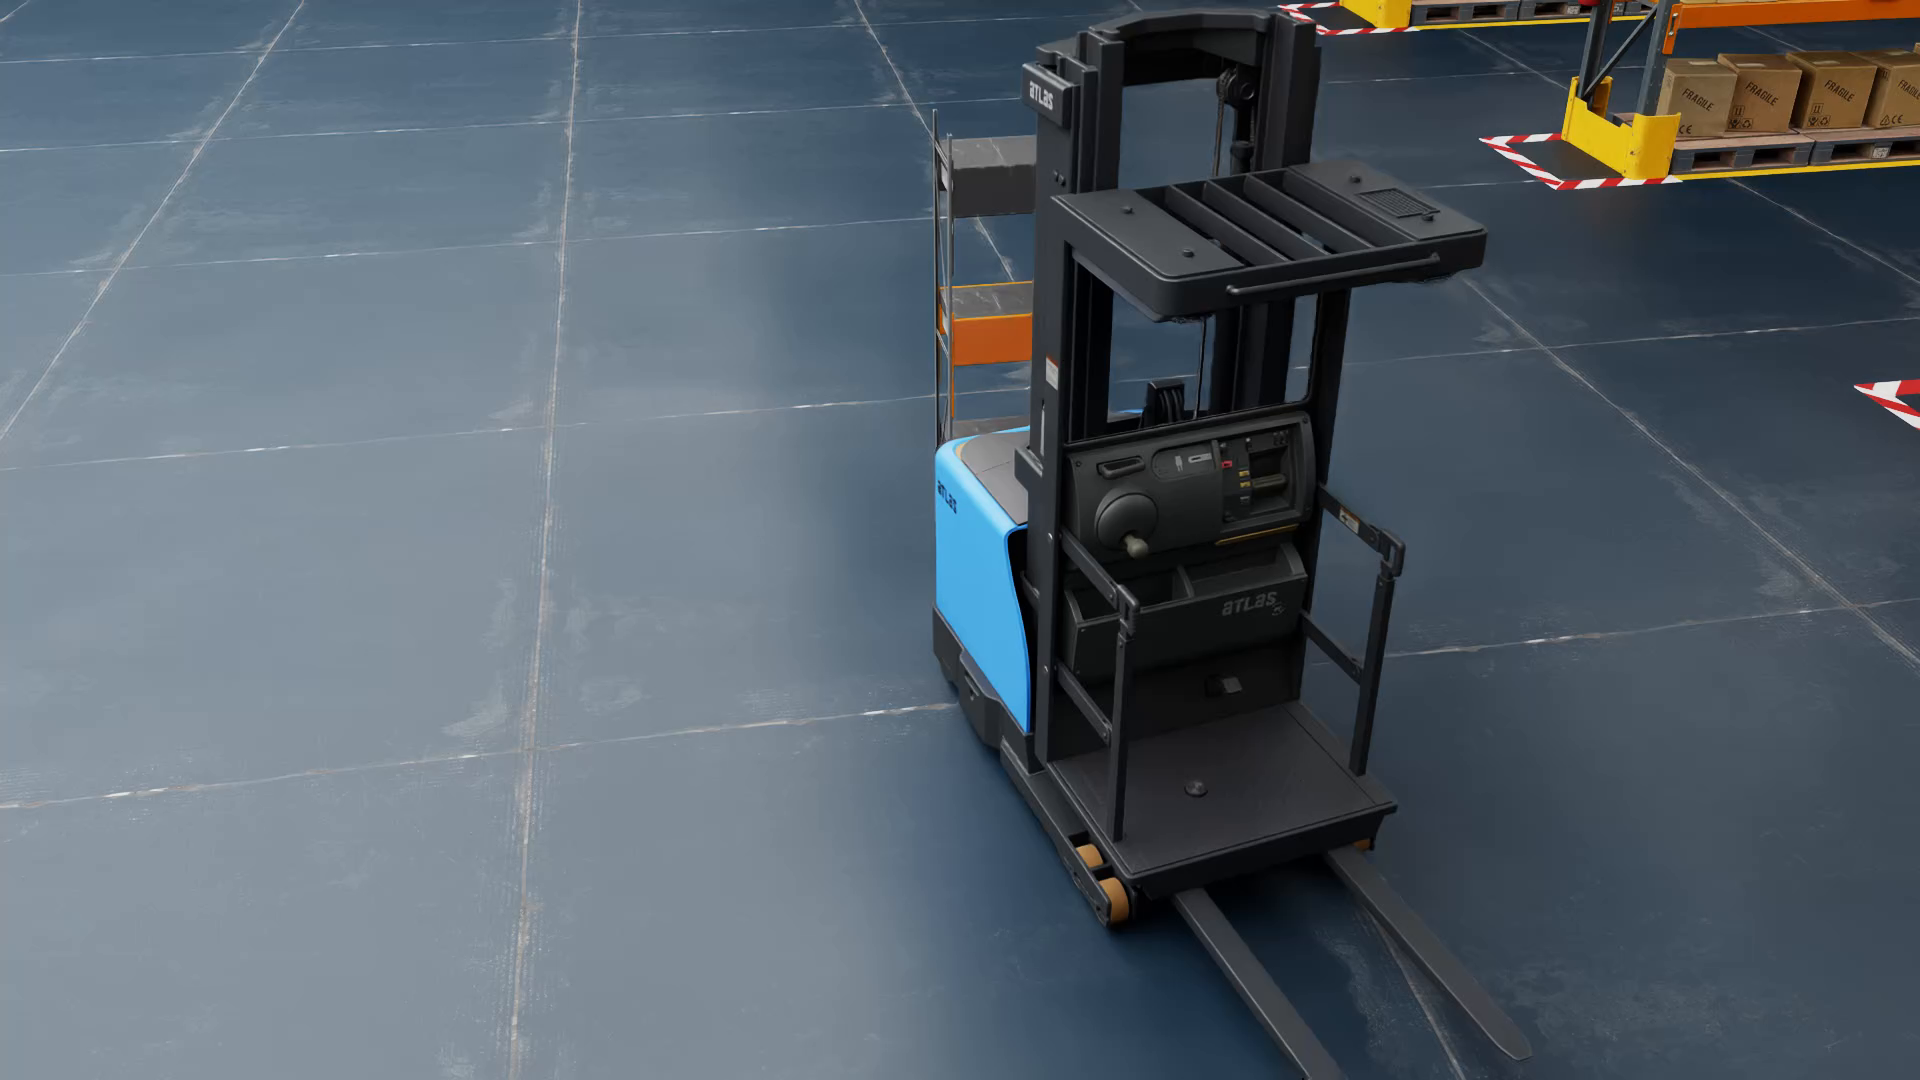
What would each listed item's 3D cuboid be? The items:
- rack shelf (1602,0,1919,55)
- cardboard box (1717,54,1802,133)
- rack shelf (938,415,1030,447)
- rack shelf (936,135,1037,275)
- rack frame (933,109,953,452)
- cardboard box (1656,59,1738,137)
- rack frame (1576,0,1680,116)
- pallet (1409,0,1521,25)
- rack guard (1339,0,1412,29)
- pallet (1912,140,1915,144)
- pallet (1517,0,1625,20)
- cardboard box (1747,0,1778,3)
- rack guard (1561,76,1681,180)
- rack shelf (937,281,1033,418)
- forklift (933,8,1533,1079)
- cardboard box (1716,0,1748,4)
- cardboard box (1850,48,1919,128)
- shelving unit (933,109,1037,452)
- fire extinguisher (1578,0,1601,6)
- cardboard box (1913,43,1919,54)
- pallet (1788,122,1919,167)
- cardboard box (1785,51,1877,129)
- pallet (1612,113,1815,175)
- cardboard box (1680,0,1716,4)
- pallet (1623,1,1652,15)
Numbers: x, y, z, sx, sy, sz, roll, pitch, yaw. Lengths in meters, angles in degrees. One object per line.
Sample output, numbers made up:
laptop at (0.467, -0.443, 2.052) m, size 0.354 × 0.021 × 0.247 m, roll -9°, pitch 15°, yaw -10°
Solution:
rack shelf at (7.218, -4.288, 13.294) m, size 4.000 × 0.370 × 1.077 m, roll -5°, pitch 31°, yaw -9°
cardboard box at (6.450, -3.640, 13.532) m, size 0.500 × 0.500 × 0.500 m, roll 2°, pitch 31°, yaw 4°
rack shelf at (0.163, -0.305, 8.105) m, size 0.480 × 0.518 × 0.431 m, roll -5°, pitch 31°, yaw -9°
rack shelf at (0.163, -1.512, 7.396) m, size 0.480 × 0.518 × 0.431 m, roll -5°, pitch 31°, yaw -9°
rack frame at (-0.077, -0.898, 7.706) m, size 0.015 × 2.100 × 0.400 m, roll -5°, pitch 31°, yaw -9°
cardboard box at (5.868, -3.568, 13.411) m, size 0.500 × 0.500 × 0.500 m, roll 0°, pitch 30°, yaw 0°
rack frame at (5.251, -4.416, 12.801) m, size 0.127 × 3.000 × 1.000 m, roll -5°, pitch 31°, yaw -9°
pallet at (5.225, -5.785, 17.881) m, size 1.213 × 0.211 × 1.003 m, roll -5°, pitch 31°, yaw -9°
rack guard at (4.425, -5.838, 17.686) m, size 0.348 × 0.500 × 1.175 m, roll -5°, pitch 31°, yaw -9°
pallet at (8.531, -3.500, 13.994) m, size 1.213 × 0.211 × 1.003 m, roll -5°, pitch 31°, yaw -9°
pallet at (6.423, -5.895, 18.067) m, size 1.213 × 0.211 × 1.003 m, roll -5°, pitch 31°, yaw -9°
cardboard box at (6.072, -4.243, 12.755) m, size 0.250 × 0.149 × 0.380 m, roll -5°, pitch 31°, yaw -9°
rack guard at (5.326, -3.345, 13.446) m, size 0.348 × 0.500 × 1.175 m, roll -5°, pitch 31°, yaw -9°
rack shelf at (0.163, -0.908, 7.750) m, size 0.480 × 0.518 × 0.431 m, roll -5°, pitch 31°, yaw -9°
forklift at (0.896, -0.137, 5.591) m, size 1.130 × 2.935 × 3.031 m, roll -11°, pitch 32°, yaw -19°
cardboard box at (5.824, -4.228, 12.729) m, size 0.250 × 0.149 × 0.380 m, roll -5°, pitch 31°, yaw -9°
cardboard box at (7.626, -3.716, 13.662) m, size 0.500 × 0.500 × 0.500 m, roll -8°, pitch 31°, yaw -13°
shelving unit at (0.163, -0.920, 7.743) m, size 0.503 × 2.100 × 0.431 m, roll -5°, pitch 31°, yaw -9°
fire extinguisher at (5.055, -4.602, 13.193) m, size 0.183 × 0.674 × 0.296 m, roll -5°, pitch 31°, yaw -9°
cardboard box at (8.223, -3.812, 13.825) m, size 0.500 × 0.500 × 0.500 m, roll 4°, pitch 31°, yaw 7°
pallet at (7.329, -3.387, 13.802) m, size 1.213 × 0.211 × 1.003 m, roll -5°, pitch 31°, yaw -9°
cardboard box at (7.069, -3.687, 13.614) m, size 0.500 × 0.500 × 0.500 m, roll -3°, pitch 31°, yaw -4°
pallet at (6.131, -3.277, 13.615) m, size 1.213 × 0.211 × 1.003 m, roll -5°, pitch 31°, yaw -9°
cardboard box at (5.574, -4.215, 12.706) m, size 0.250 × 0.149 × 0.380 m, roll -5°, pitch 31°, yaw -9°
pallet at (7.625, -6.008, 18.259) m, size 1.213 × 0.211 × 1.003 m, roll -5°, pitch 31°, yaw -9°
